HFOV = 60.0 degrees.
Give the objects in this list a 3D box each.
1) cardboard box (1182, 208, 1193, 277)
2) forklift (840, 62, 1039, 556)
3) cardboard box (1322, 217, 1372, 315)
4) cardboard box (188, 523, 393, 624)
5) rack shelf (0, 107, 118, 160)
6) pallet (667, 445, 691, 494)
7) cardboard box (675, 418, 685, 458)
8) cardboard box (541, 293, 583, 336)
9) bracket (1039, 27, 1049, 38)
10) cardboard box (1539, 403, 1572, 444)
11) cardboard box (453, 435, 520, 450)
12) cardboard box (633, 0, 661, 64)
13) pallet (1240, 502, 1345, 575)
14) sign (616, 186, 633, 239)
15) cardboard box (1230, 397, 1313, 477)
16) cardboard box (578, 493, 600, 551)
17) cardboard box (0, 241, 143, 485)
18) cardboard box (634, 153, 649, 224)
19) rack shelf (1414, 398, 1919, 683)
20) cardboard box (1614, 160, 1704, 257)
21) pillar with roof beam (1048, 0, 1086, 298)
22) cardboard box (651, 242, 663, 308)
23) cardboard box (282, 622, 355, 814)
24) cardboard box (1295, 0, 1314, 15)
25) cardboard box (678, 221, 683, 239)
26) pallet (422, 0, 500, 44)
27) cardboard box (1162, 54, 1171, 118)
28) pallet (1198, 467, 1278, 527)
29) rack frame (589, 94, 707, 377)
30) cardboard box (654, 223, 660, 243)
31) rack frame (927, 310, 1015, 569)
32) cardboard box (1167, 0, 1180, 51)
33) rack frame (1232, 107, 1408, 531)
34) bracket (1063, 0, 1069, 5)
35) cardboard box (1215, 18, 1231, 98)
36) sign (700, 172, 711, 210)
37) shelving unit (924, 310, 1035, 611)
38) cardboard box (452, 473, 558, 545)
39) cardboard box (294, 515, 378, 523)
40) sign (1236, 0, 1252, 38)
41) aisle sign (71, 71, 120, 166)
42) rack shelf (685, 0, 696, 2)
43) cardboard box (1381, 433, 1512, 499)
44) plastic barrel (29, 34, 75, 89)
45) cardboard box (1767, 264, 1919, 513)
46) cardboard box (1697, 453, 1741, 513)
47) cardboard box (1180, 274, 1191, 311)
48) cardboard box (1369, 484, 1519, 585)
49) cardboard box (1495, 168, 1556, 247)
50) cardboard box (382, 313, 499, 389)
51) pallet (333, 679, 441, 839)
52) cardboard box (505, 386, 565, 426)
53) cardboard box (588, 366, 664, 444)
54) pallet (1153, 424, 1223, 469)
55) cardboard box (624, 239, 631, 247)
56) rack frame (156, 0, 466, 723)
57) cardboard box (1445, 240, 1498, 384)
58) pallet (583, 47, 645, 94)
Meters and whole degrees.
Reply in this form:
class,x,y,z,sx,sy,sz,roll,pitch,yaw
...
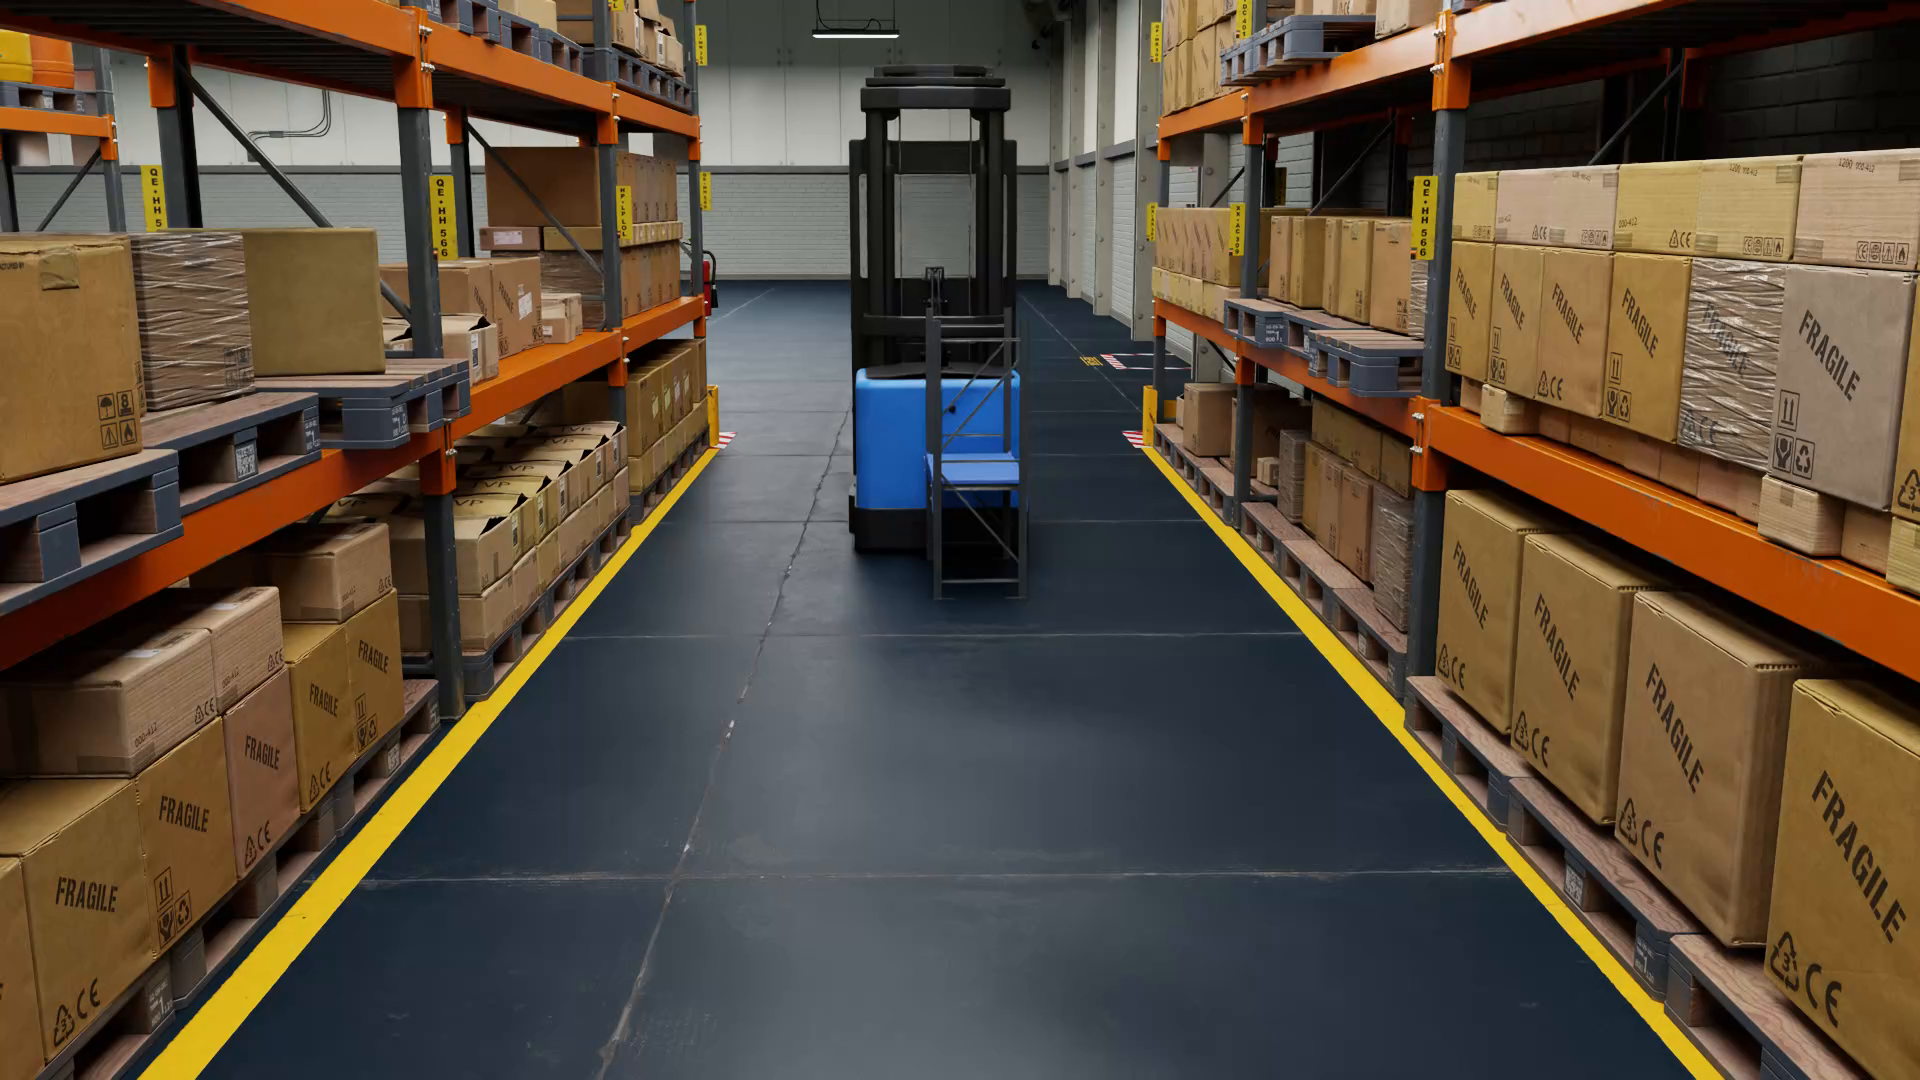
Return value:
class,x,y,z,sx,sy,sz,roll,pitch,yaw
cardboard box,1.954,-2.244,12.516,0.500,0.500,0.500,0,11,1
forklift,-0.216,-1.581,10.980,1.130,2.935,3.031,-1,12,-7
cardboard box,2.325,-1.466,8.883,0.700,0.500,0.500,1,12,7
cardboard box,-2.311,0.110,5.769,0.500,0.250,0.500,0,11,1
rack shelf,-7.647,-3.019,12.161,1.077,0.370,4.000,0,11,-1
pallet,-2.656,-0.558,12.780,1.003,0.211,1.213,0,11,-1
cardboard box,-2.386,-0.773,12.687,0.500,0.250,0.500,0,11,-1
cardboard box,-2.599,-1.352,10.058,0.500,0.250,0.500,0,11,2
bracket,2.130,-12.788,41.906,0.235,0.232,0.430,0,11,-1
cardboard box,2.203,-0.417,5.652,0.380,0.149,0.250,0,11,-2
cardboard box,-2.888,-0.474,9.800,0.500,0.311,0.500,0,11,-2
cardboard box,-2.561,-3.647,11.777,0.797,0.503,0.637,1,12,5
pallet,2.317,-0.023,10.143,1.003,0.211,1.213,0,11,-1
sign,-2.111,-2.056,10.438,0.100,0.325,0.005,0,11,-1
cardboard box,2.238,-0.741,11.850,0.500,0.500,0.500,-1,12,-5
cardboard box,-2.335,-0.098,9.359,0.500,0.250,0.500,0,11,0
cardboard box,-2.351,-0.420,3.776,0.700,0.500,0.500,2,12,8
cardboard box,-2.699,-2.596,12.296,0.700,0.500,0.500,0,11,-1
rack shelf,2.424,0.001,4.821,1.077,0.370,4.000,0,11,-1
cardboard box,2.177,-0.923,4.627,0.500,0.250,0.500,0,11,-2
pillar with roof beam,-1.704,-9.897,36.712,9.100,9.000,0.548,0,11,-1
cardboard box,-2.718,-2.072,12.975,0.700,0.500,0.500,0,11,-1
cardboard box,-2.306,0.569,5.392,0.500,0.500,0.500,-1,11,-3
cardboard box,2.231,-3.161,9.742,0.500,0.500,0.500,1,12,7
cardboard box,-2.537,-2.610,13.999,0.380,0.149,0.250,0,11,-2
pallet,-2.674,-2.240,6.989,1.213,0.211,1.003,0,11,1
cardboard box,1.974,-3.801,13.905,0.500,0.500,0.500,0,11,0
pallet,2.251,-0.311,11.563,1.003,0.211,1.213,0,11,-1
rack frame,-2.735,-2.319,14.444,1.000,3.000,0.127,0,11,-1
cardboard box,-2.509,-2.353,12.730,0.380,0.149,0.250,0,11,0
rack frame,0.062,-0.572,9.606,0.500,1.500,0.032,-1,11,-3
cardboard box,1.942,-4.181,13.264,0.500,0.500,0.500,0,11,-2
rack frame,2.300,-1.545,10.629,1.000,3.000,0.127,0,11,-1
bracket,2.307,-11.083,33.503,0.076,0.066,4.783,0,11,-1
cardboard box,2.044,-3.273,11.304,0.500,0.500,0.500,-1,12,-6
sign,-2.193,-3.002,14.303,0.100,0.325,0.005,0,11,-1
shelving unit,0.091,-0.471,9.109,0.538,1.500,1.048,-1,11,-3
cardboard box,-2.315,-0.173,8.315,0.500,0.311,0.500,-1,11,-3
cardboard box,-2.827,0.035,7.290,0.500,0.311,0.500,0,11,0
sign,1.757,-3.264,10.261,0.100,0.325,0.005,0,11,-1
aisle sign,-7.392,-3.589,14.166,0.394,0.787,0.004,0,11,-1
rack shelf,-2.694,-4.313,11.999,1.077,0.370,4.000,0,11,-1
cardboard box,2.366,-0.364,8.104,0.500,0.250,0.500,0,11,0
plastic barrel,-7.551,-4.089,13.491,0.600,0.830,0.708,0,11,-1
cardboard box,2.183,-0.351,3.696,0.500,0.500,0.500,0,11,-1
cardboard box,2.193,-0.160,4.384,0.380,0.149,0.250,-1,11,-3
cardboard box,1.948,-1.873,12.573,0.500,0.250,0.500,0,11,-1
cardboard box,2.421,0.014,8.126,0.700,0.500,0.500,0,11,-1
cardboard box,2.146,-1.124,5.617,0.500,0.250,0.500,0,11,-2
cardboard box,-2.395,-0.863,7.495,0.500,0.311,0.500,0,11,-2
pallet,-2.593,0.787,6.150,1.003,0.211,1.213,0,11,-1
cardboard box,-2.880,-0.940,11.622,0.500,0.500,0.500,0,11,-1
cardboard box,-2.368,-0.942,11.632,0.500,0.500,0.500,0,11,-1
pallet,2.200,-0.796,13.954,1.003,0.211,1.213,0,11,-1
cardboard box,-2.484,-2.098,11.473,0.380,0.149,0.250,0,11,-2
rack frame,-2.570,-0.728,6.605,1.000,3.000,0.127,0,11,-1
cardboard box,2.137,-0.857,6.187,0.500,0.500,0.500,0,11,1
pallet,-2.696,-3.120,11.071,1.003,0.211,1.213,0,11,-1
